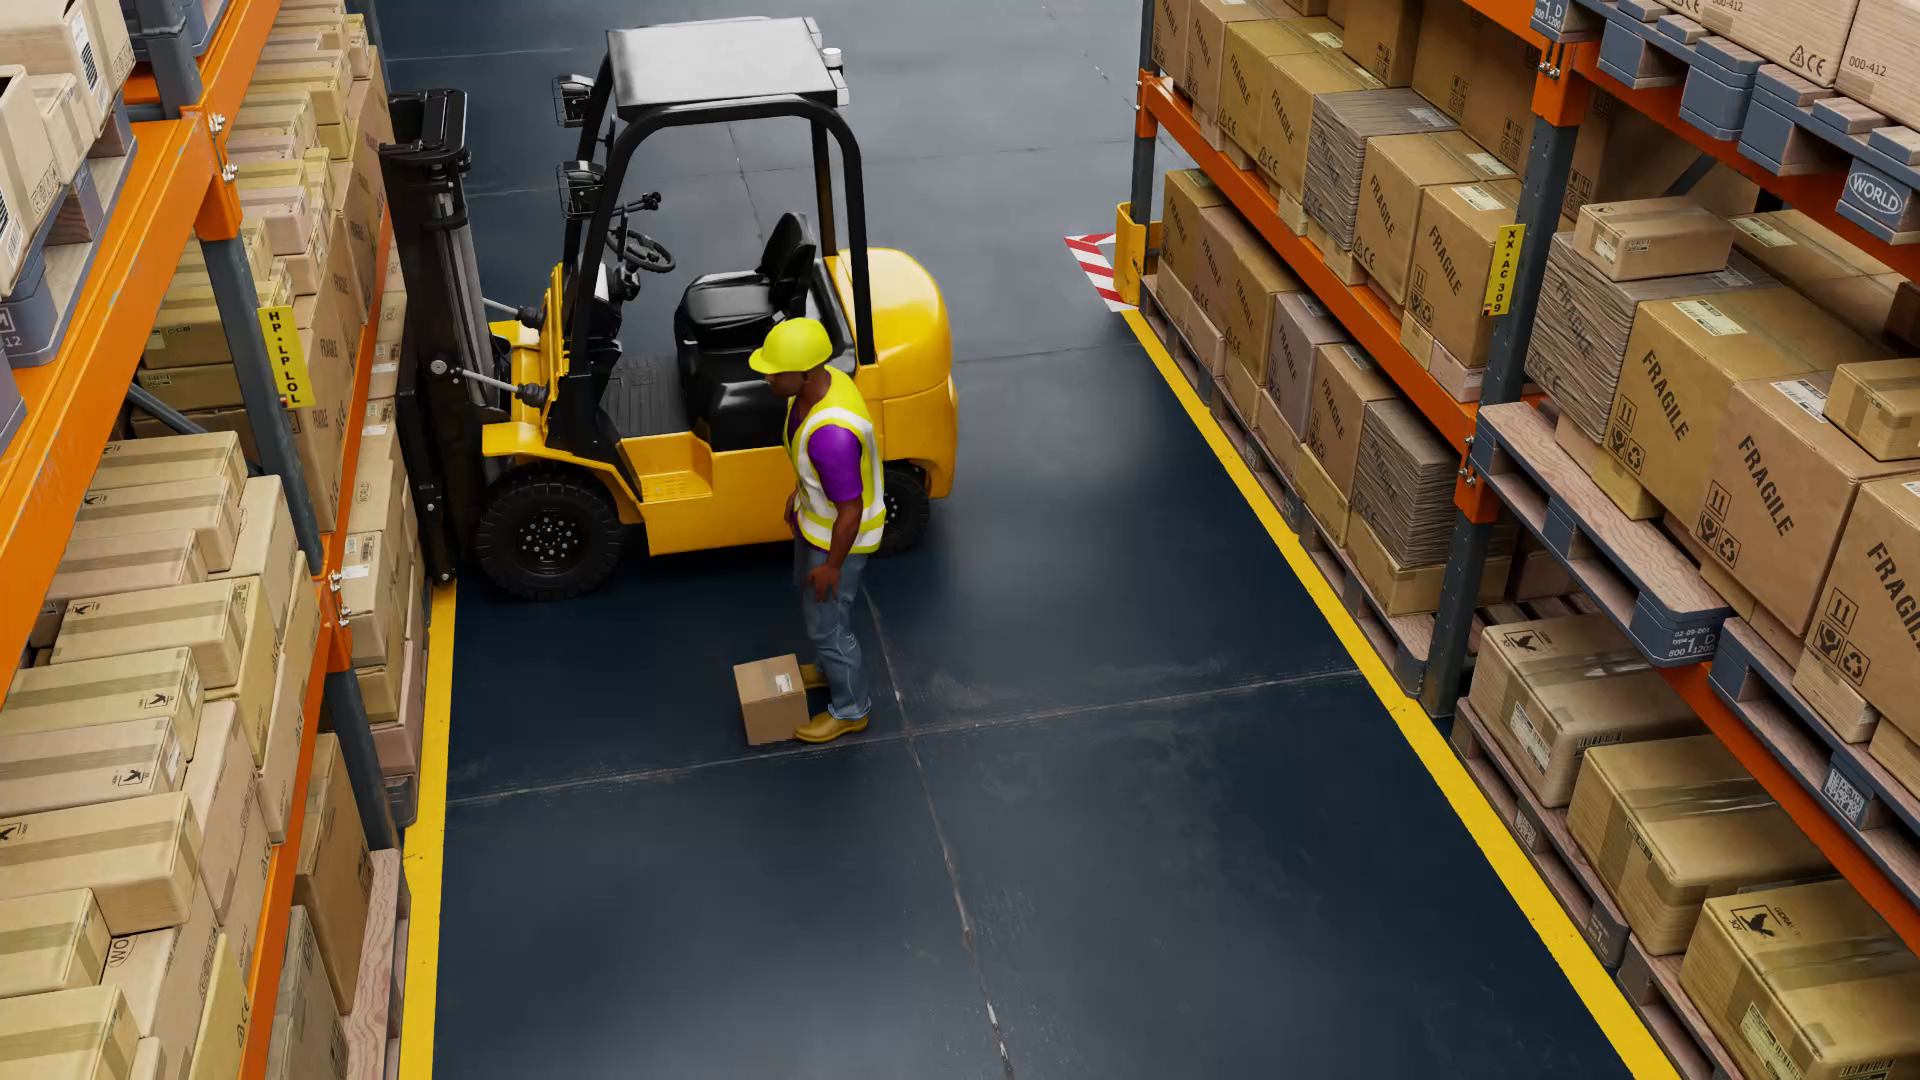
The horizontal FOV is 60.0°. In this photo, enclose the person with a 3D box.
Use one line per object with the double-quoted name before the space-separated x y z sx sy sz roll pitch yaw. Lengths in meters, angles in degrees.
"person" -0.510 -0.041 6.186 0.451 1.761 0.609 -8 35 -12
